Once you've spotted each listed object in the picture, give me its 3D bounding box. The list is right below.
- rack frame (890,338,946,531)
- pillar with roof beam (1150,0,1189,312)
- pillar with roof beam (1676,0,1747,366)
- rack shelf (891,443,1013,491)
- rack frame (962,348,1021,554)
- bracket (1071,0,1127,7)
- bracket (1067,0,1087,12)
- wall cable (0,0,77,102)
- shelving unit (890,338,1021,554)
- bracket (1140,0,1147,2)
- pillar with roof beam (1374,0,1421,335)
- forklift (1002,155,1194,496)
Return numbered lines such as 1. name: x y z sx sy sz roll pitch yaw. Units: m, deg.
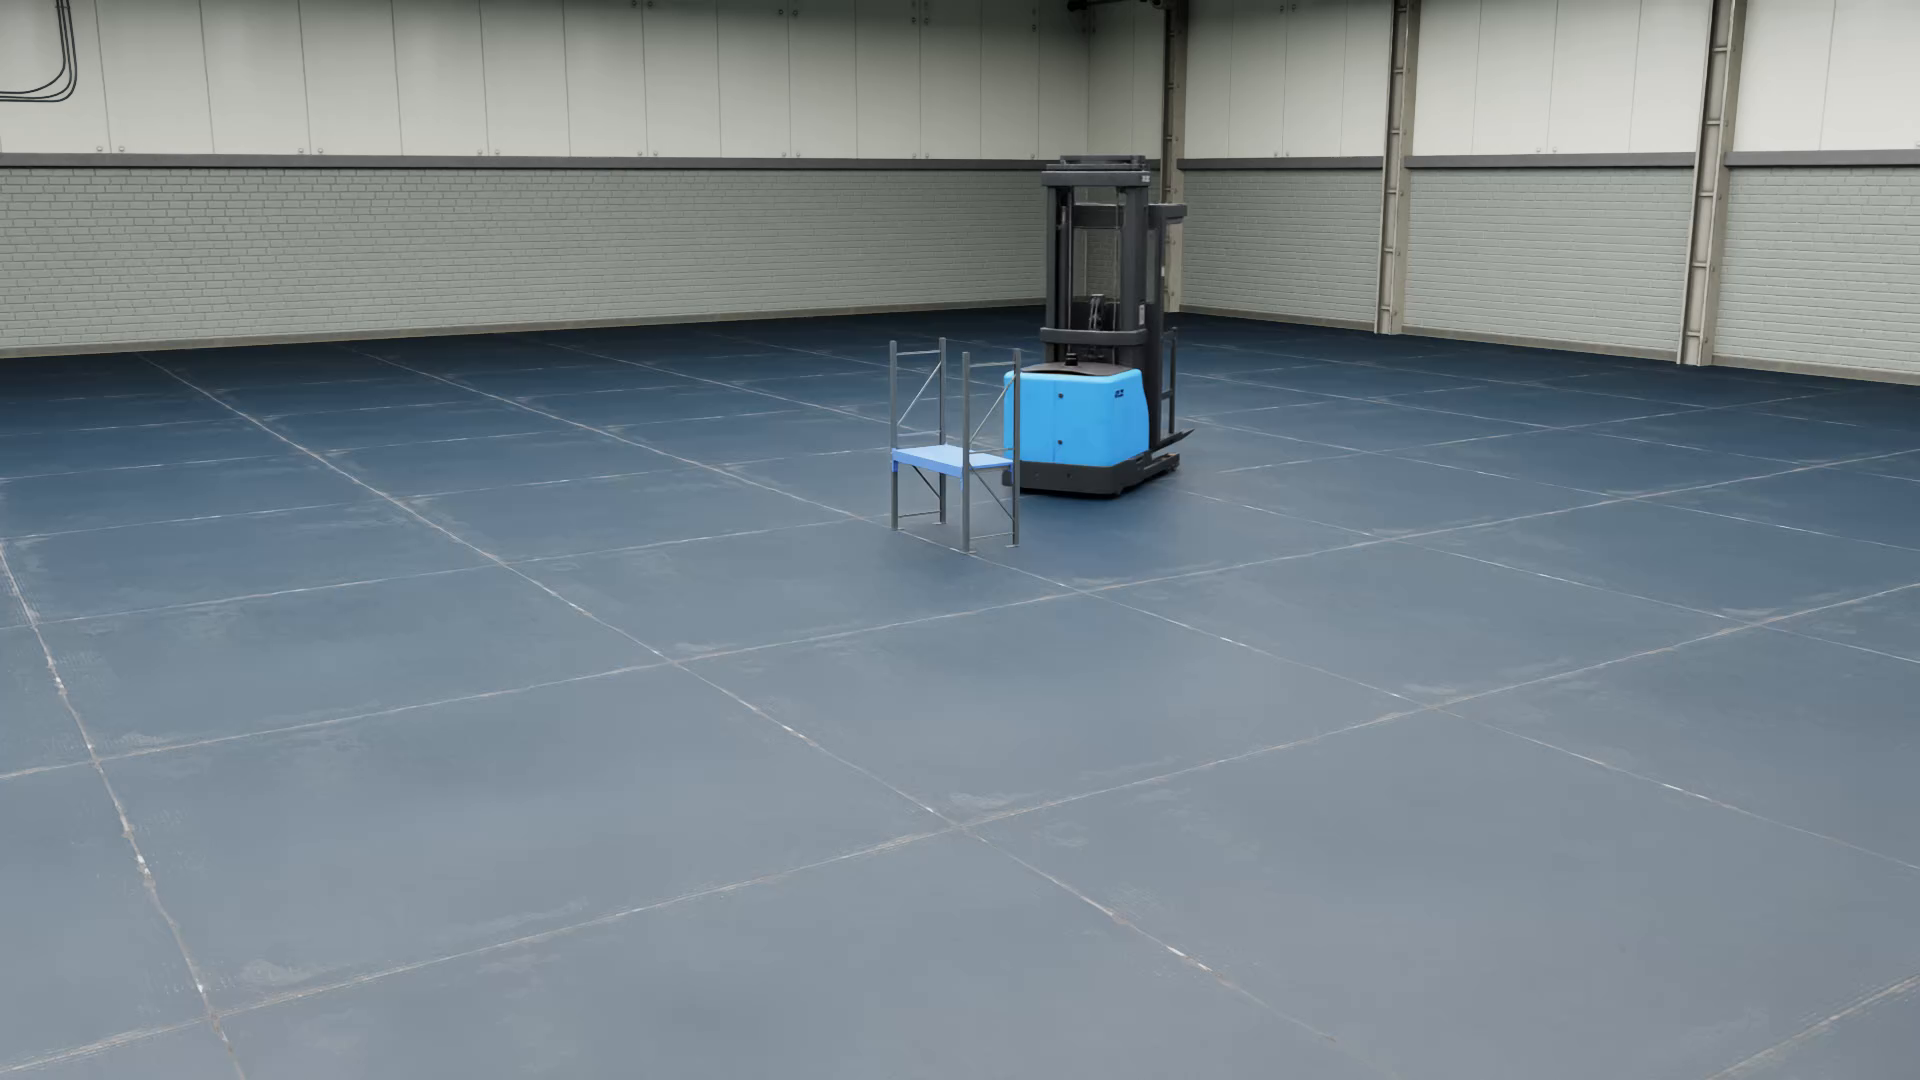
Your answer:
1. rack frame: -0.329 -0.838 13.184 0.500 1.500 0.032 -8 15 -33
2. pillar with roof beam: 0.757 -8.650 31.354 9.100 9.000 0.548 -8 15 -33
3. pillar with roof beam: 7.405 -6.516 21.595 9.100 9.000 0.400 -8 15 -33
4. rack shelf: -0.047 -0.572 12.809 0.538 0.185 1.000 -8 15 -33
5. rack frame: 0.234 -0.657 12.357 0.500 1.500 0.032 -8 15 -33
6. bracket: 2.829 -11.266 34.892 0.076 0.066 3.189 -8 15 -33
7. bracket: 2.502 -11.372 35.372 0.235 0.232 0.430 -8 15 -33
8. wall cable: -14.502 -8.894 24.508 2.305 6.003 0.169 -8 15 -33
9. shelving unit: -0.047 -0.748 12.771 0.538 1.500 1.048 -8 15 -33
10. bracket: 3.815 -10.950 33.445 0.235 0.232 0.430 -8 15 -33
11. pillar with roof beam: 4.081 -7.583 26.474 9.100 9.000 0.400 -8 15 -33
12. forklift: 1.450 -2.088 15.550 1.130 2.935 3.031 6 14 24
